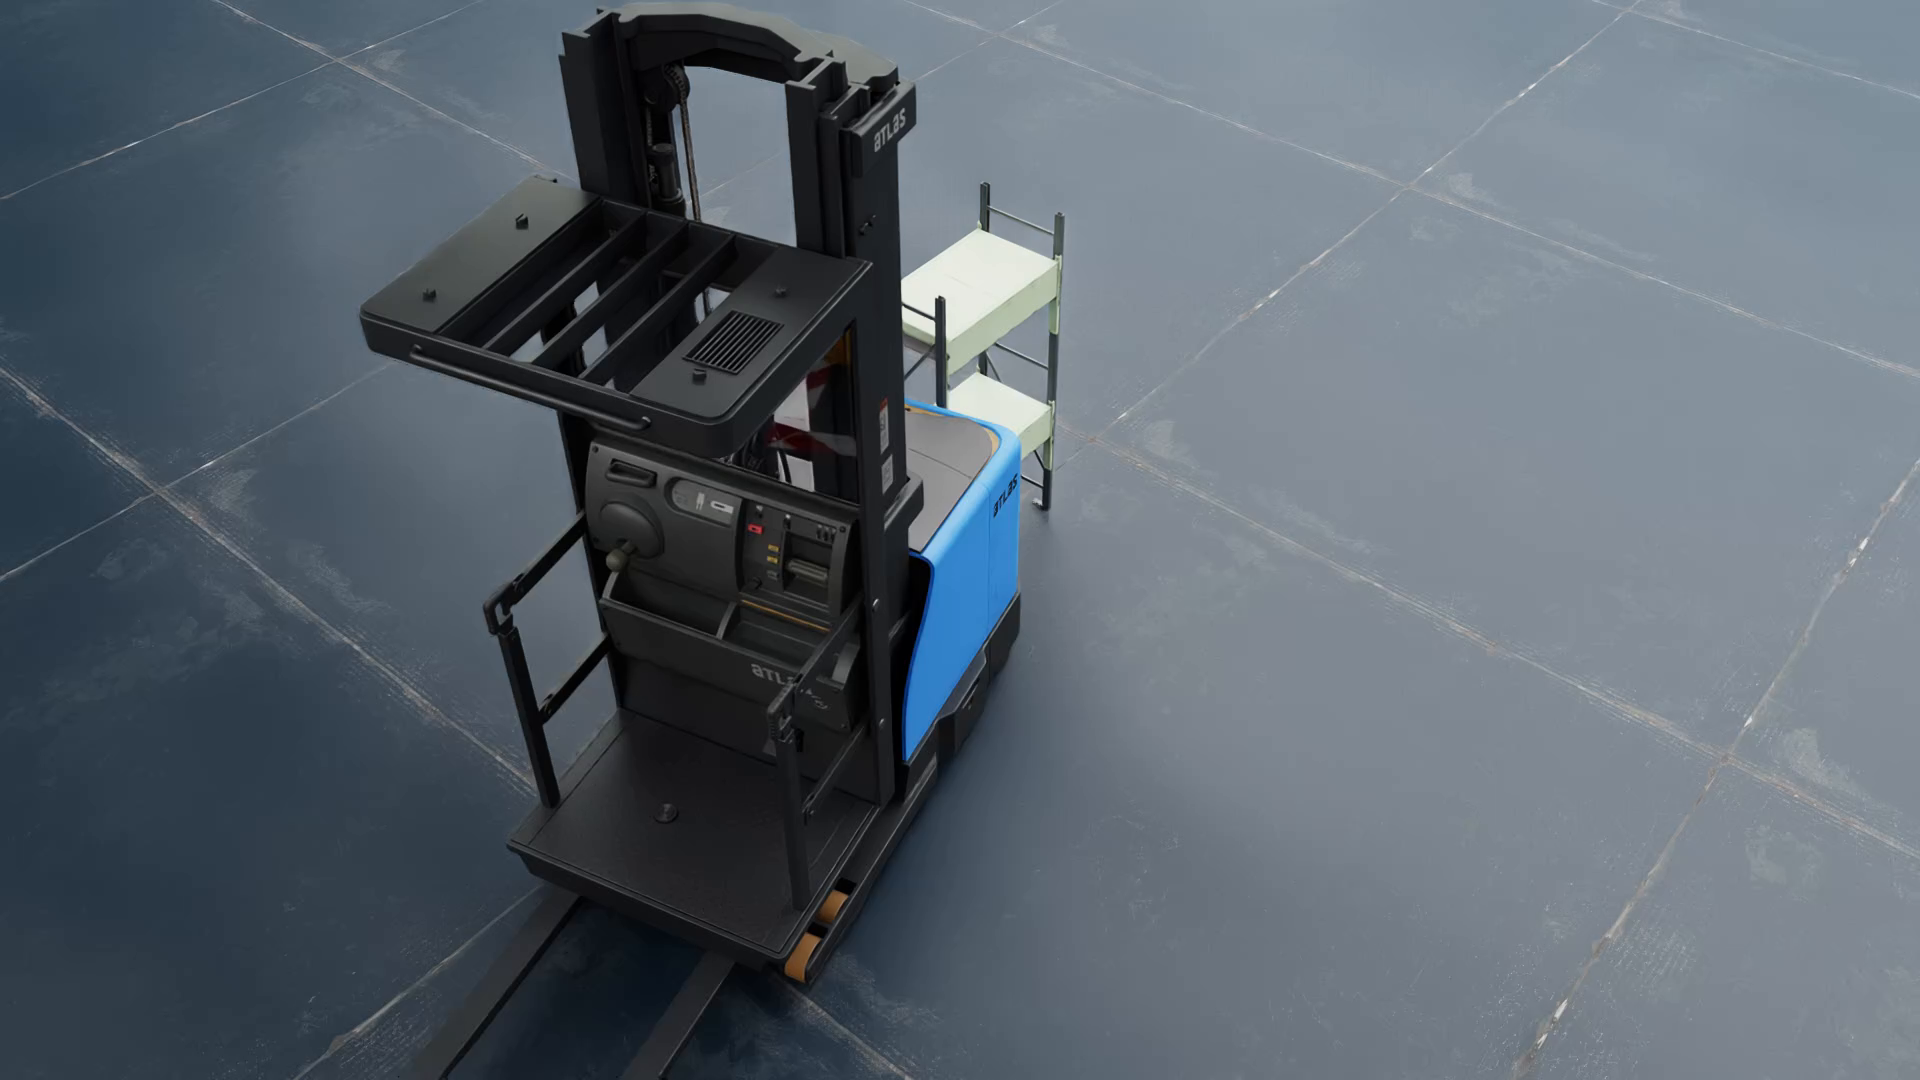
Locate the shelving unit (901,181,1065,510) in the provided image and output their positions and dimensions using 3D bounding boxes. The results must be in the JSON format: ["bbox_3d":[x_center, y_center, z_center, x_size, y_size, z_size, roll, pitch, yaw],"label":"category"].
[{"bbox_3d":[0.014,-0.585,6.779,0.431,1.500,0.755,28,49,27],"label":"shelving unit"}]

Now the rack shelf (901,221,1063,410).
[{"bbox_3d":[0.014,-0.874,6.516,0.431,0.370,0.720,28,49,27],"label":"rack shelf"}]

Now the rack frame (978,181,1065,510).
[{"bbox_3d":[0.242,-0.778,6.990,0.400,1.500,0.023,28,49,27],"label":"rack frame"}]

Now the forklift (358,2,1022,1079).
[{"bbox_3d":[-0.847,0.064,5.001,1.130,2.935,3.031,18,45,18],"label":"forklift"}]

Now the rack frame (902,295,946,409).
[{"bbox_3d":[-0.214,-0.392,6.567,0.400,1.500,0.023,28,49,27],"label":"rack frame"}]

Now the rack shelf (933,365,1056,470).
[{"bbox_3d":[0.014,-0.344,6.998,0.431,0.370,0.720,28,49,27],"label":"rack shelf"}]
